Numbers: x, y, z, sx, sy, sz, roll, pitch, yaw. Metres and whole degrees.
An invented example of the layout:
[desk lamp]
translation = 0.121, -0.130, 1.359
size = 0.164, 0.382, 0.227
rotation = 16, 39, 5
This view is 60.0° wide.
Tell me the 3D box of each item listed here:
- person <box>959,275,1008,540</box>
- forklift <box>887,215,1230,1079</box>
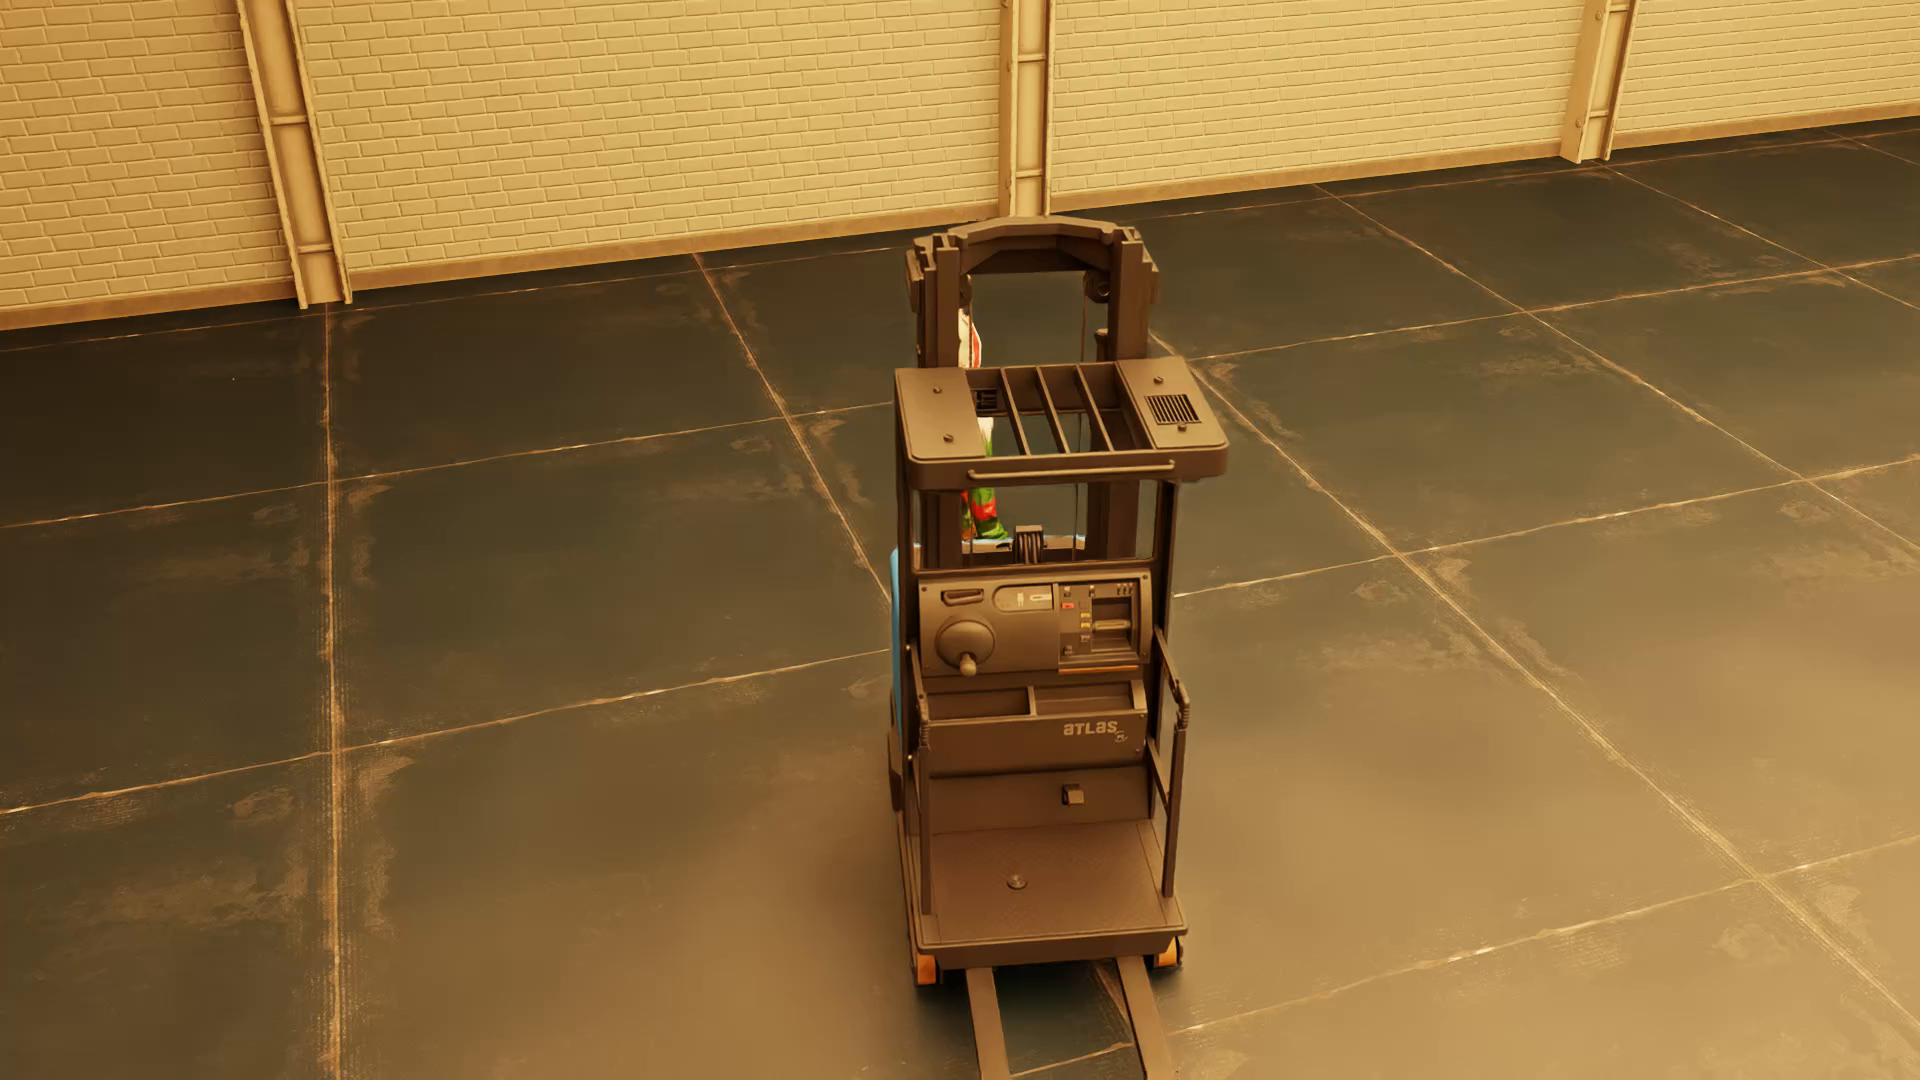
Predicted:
[person]
translation = 0.080, -0.789, 9.589
size = 0.562, 1.790, 0.637
rotation = -10, 31, -16
[forklift]
translation = 0.326, 0.379, 6.429
size = 1.130, 2.935, 3.031
rotation = -3, 30, -5
